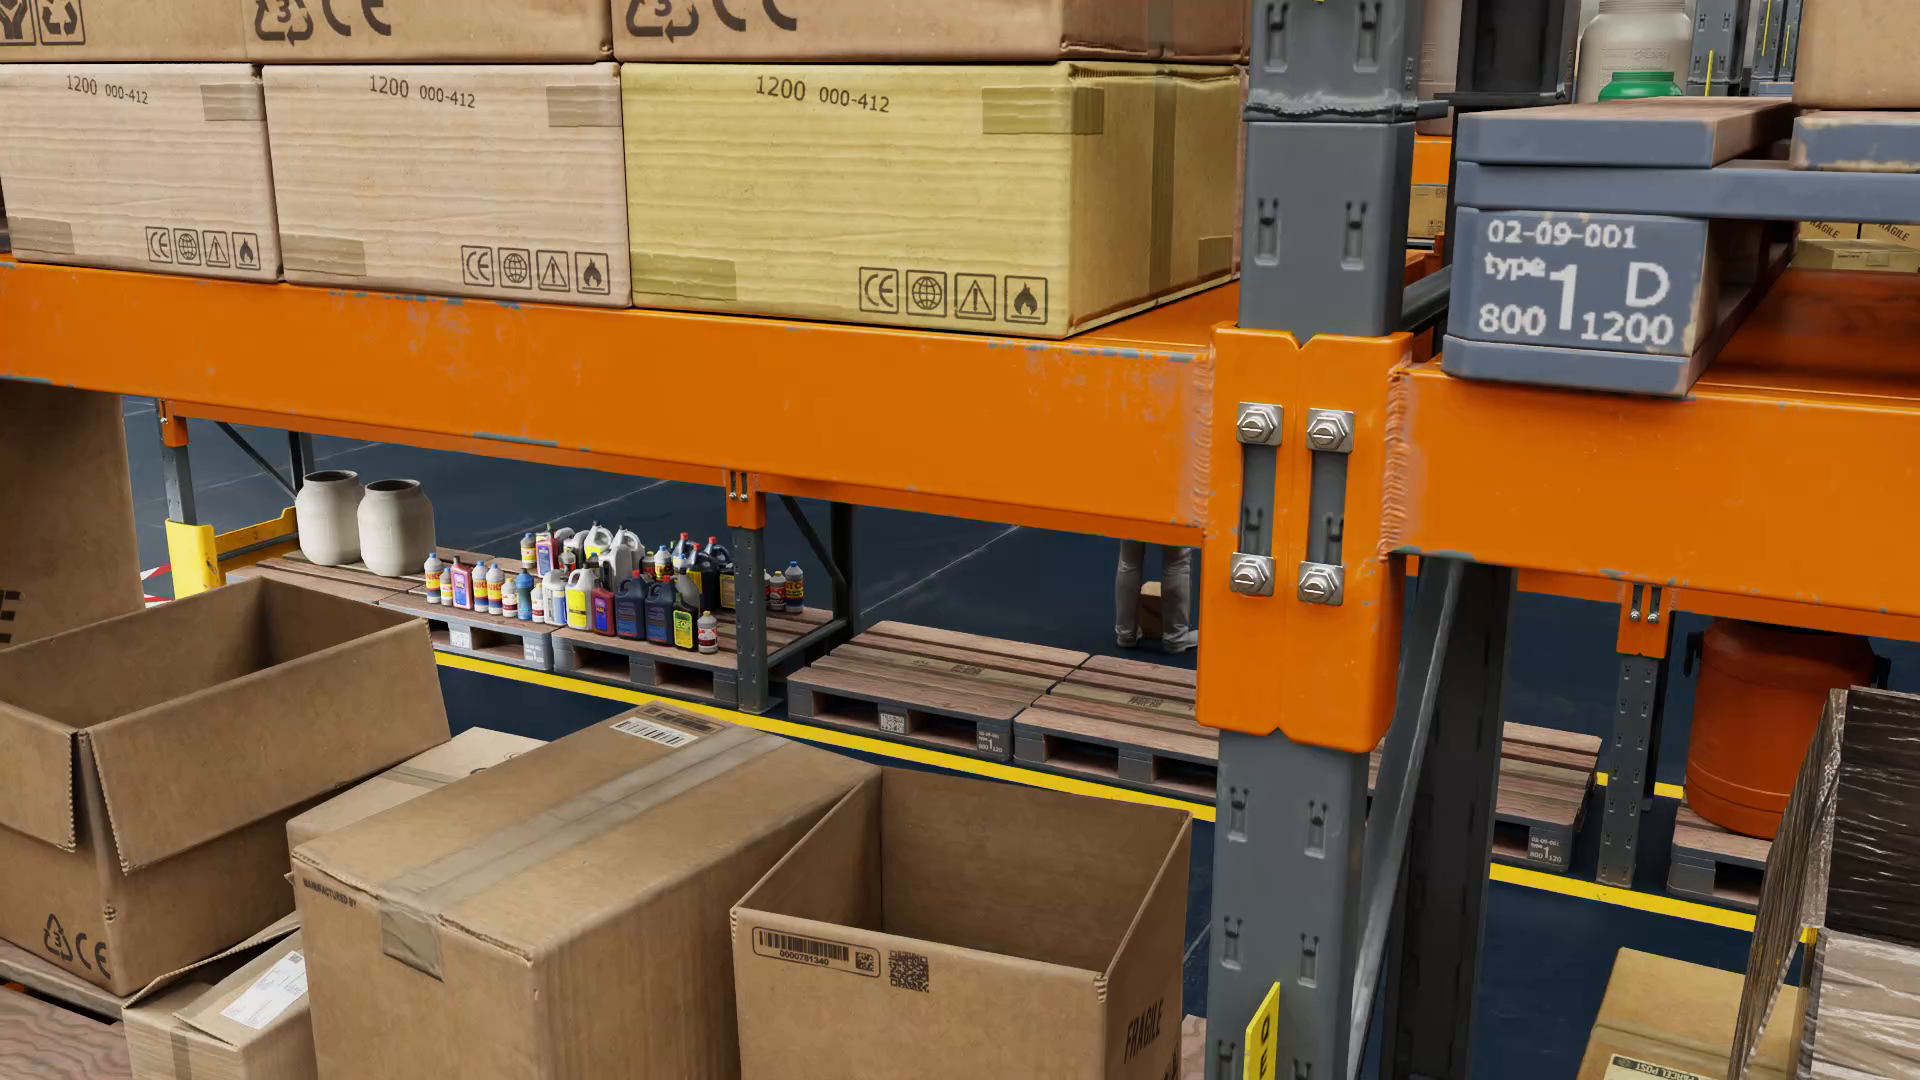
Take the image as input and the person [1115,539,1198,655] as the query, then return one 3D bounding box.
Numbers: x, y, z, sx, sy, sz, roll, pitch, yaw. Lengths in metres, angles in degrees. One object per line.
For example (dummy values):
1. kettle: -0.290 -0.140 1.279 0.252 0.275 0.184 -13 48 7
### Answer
1. person: 1.043 -0.271 8.962 0.618 1.760 0.460 7 17 23
